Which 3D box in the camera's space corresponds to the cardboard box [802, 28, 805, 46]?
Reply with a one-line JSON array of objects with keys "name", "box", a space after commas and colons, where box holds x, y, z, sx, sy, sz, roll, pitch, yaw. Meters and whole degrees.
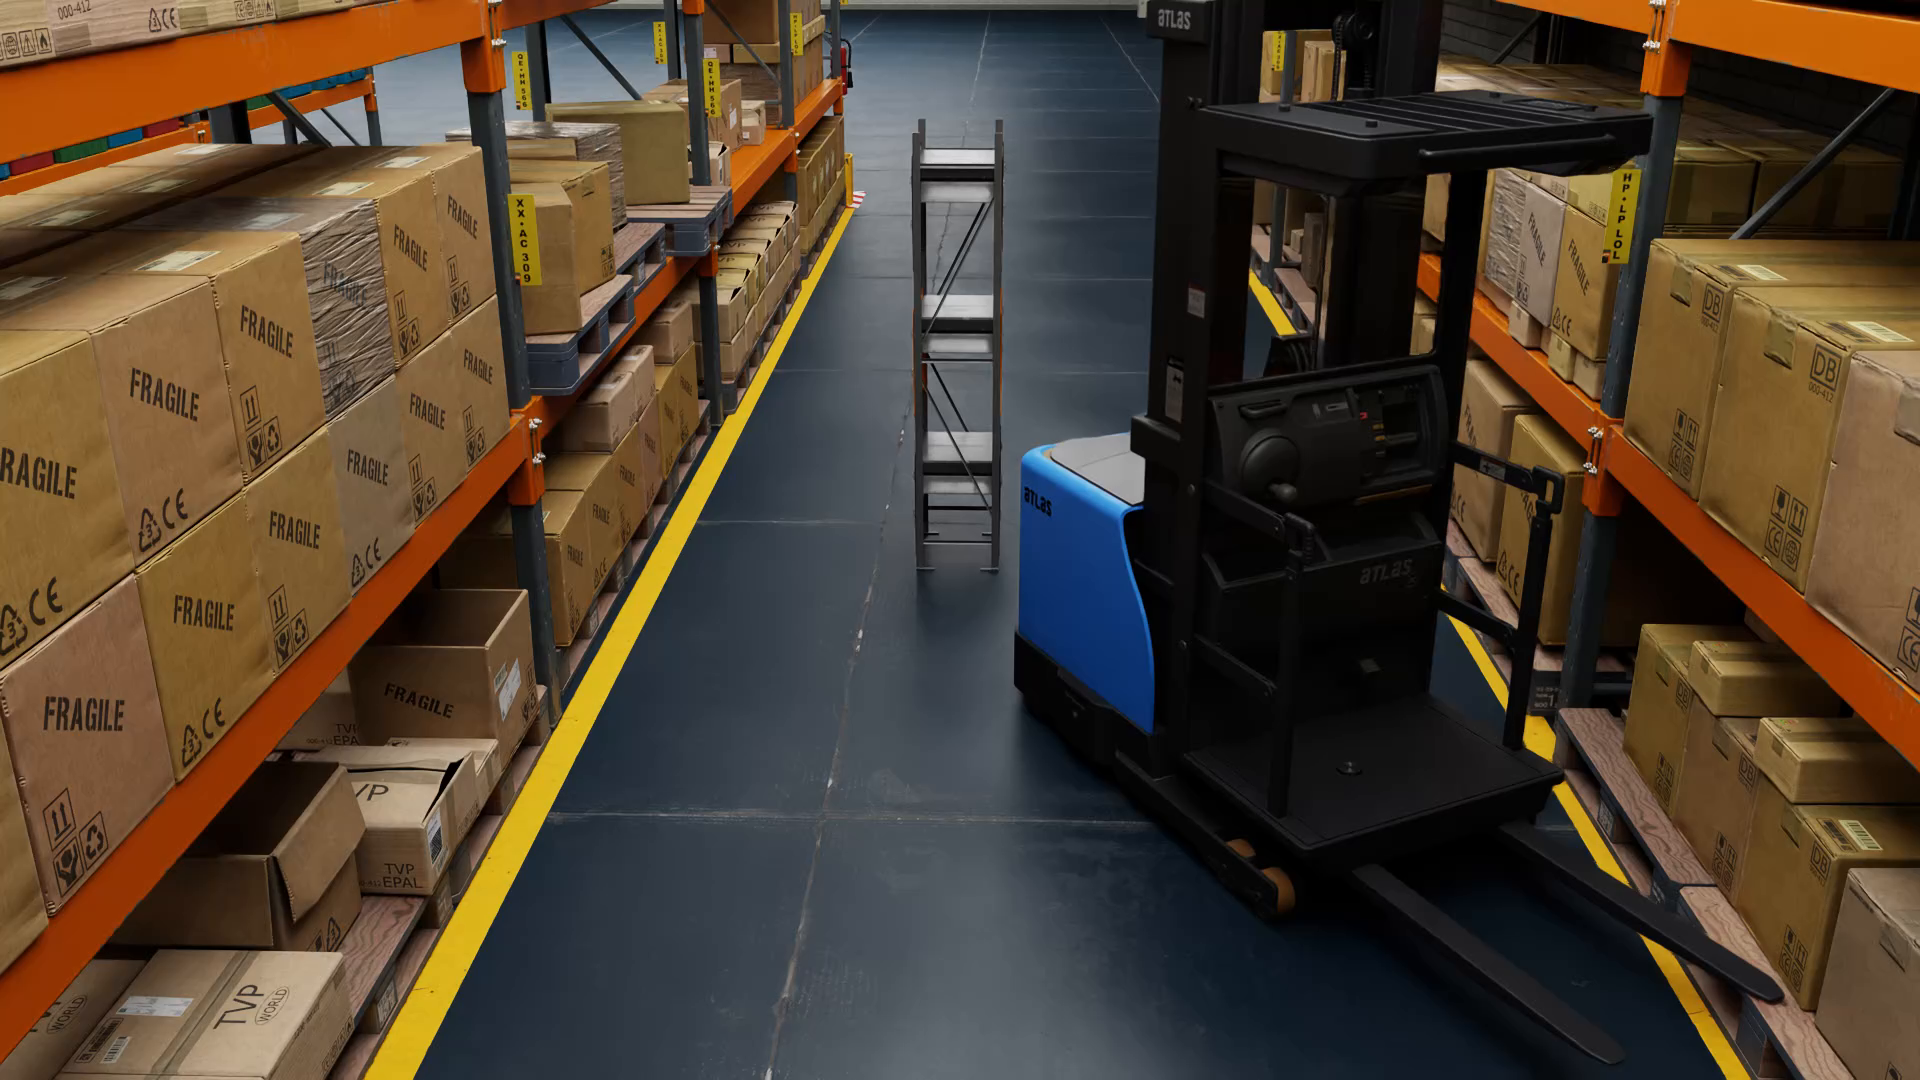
[{"name": "cardboard box", "box": [-1.615, -4.569, 15.123, 0.380, 0.149, 0.250, 0, 21, 1]}]

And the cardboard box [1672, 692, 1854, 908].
[{"name": "cardboard box", "box": [2.704, 0.801, 5.193, 0.700, 0.500, 0.500, 0, 21, 1]}]

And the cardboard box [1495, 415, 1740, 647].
[{"name": "cardboard box", "box": [2.738, -0.049, 6.901, 0.750, 0.750, 0.750, 1, 21, 2]}]

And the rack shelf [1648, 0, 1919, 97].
[{"name": "rack shelf", "box": [2.787, -0.959, 3.702, 1.077, 0.370, 4.000, 1, 21, 2]}]

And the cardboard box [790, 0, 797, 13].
[{"name": "cardboard box", "box": [-1.823, -4.741, 14.669, 0.700, 0.500, 0.500, 1, 21, 2]}]

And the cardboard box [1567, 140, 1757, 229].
[{"name": "cardboard box", "box": [2.607, -1.335, 6.210, 0.500, 0.250, 0.500, 1, 21, 3]}]

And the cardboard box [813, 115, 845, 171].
[{"name": "cardboard box", "box": [-1.457, -4.078, 17.075, 0.500, 0.500, 0.500, 1, 21, 2]}]

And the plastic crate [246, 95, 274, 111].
[{"name": "plastic crate", "box": [-6.488, -4.010, 15.009, 0.450, 0.188, 0.662, 1, 21, 2]}]

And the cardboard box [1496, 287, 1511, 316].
[{"name": "cardboard box", "box": [2.658, -1.096, 7.526, 0.380, 0.149, 0.250, 0, 21, 0]}]

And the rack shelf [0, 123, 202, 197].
[{"name": "rack shelf", "box": [-6.872, -2.562, 11.981, 1.077, 0.370, 4.000, 1, 21, 2]}]

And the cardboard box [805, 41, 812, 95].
[{"name": "cardboard box", "box": [-1.797, -4.520, 15.893, 0.700, 0.500, 0.500, 1, 21, 2]}]

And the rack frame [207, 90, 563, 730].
[{"name": "rack frame", "box": [-2.103, -0.673, 6.115, 1.000, 3.000, 0.127, 1, 21, 2]}]

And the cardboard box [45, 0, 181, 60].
[{"name": "cardboard box", "box": [-1.914, -1.099, 3.276, 0.500, 0.250, 0.500, 1, 21, 2]}]

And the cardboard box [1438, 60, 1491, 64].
[{"name": "cardboard box", "box": [2.950, -2.745, 9.813, 0.380, 0.149, 0.250, -2, 21, -5]}]

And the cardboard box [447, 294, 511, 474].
[{"name": "cardboard box", "box": [-1.862, -0.536, 5.624, 0.500, 0.500, 0.500, 1, 21, 3]}]

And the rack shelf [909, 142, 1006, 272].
[{"name": "rack shelf", "box": [-0.005, -1.559, 7.747, 0.431, 0.518, 0.480, 1, 21, 2]}]

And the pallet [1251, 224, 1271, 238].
[{"name": "pallet", "box": [3.111, -2.897, 15.704, 1.003, 0.211, 1.213, 1, 21, 2]}]

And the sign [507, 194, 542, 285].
[{"name": "sign", "box": [-1.561, -1.073, 5.951, 0.100, 0.325, 0.005, 1, 21, 2]}]

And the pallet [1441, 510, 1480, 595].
[{"name": "pallet", "box": [2.831, -0.041, 8.344, 1.003, 0.211, 1.213, 1, 21, 2]}]

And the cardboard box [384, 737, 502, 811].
[{"name": "cardboard box", "box": [-1.789, 0.797, 5.661, 0.380, 0.149, 0.250, 1, 21, 2]}]

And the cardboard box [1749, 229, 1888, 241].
[{"name": "cardboard box", "box": [3.114, -0.978, 6.324, 0.500, 0.500, 0.500, 0, 21, 0]}]

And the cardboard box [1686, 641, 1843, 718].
[{"name": "cardboard box", "box": [2.530, 0.439, 5.229, 0.380, 0.149, 0.250, 1, 21, 3]}]

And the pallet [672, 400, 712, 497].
[{"name": "pallet", "box": [-2.042, -0.549, 9.653, 1.003, 0.211, 1.213, 1, 21, 2]}]

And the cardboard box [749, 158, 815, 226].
[{"name": "cardboard box", "box": [-1.533, -2.993, 14.279, 0.500, 0.500, 0.500, 1, 21, 2]}]

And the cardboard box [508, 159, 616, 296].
[{"name": "cardboard box", "box": [-1.908, -1.333, 7.099, 0.700, 0.500, 0.500, 4, 22, 10]}]

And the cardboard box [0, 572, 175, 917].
[{"name": "cardboard box", "box": [-1.938, 0.383, 3.257, 0.500, 0.500, 0.500, 0, 21, 1]}]

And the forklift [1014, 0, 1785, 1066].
[{"name": "forklift", "box": [1.330, -0.325, 5.314, 1.130, 2.935, 3.031, -10, 23, -25]}]

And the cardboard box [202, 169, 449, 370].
[{"name": "cardboard box", "box": [-1.873, -0.814, 4.960, 0.500, 0.500, 0.500, 0, 21, 1]}]

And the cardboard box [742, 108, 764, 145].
[{"name": "cardboard box", "box": [-1.703, -3.182, 12.770, 0.396, 0.266, 0.258, 0, 21, 0]}]

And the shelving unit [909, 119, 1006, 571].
[{"name": "shelving unit", "box": [-0.005, -0.919, 7.995, 0.431, 2.100, 0.503, 1, 21, 2]}]

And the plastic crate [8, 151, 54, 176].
[{"name": "plastic crate", "box": [-6.578, -2.785, 11.472, 0.402, 0.464, 0.583, 1, 21, 2]}]

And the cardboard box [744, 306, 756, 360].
[{"name": "cardboard box", "box": [-1.658, -1.401, 11.212, 0.500, 0.250, 0.500, 0, 21, 0]}]

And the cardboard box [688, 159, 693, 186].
[{"name": "cardboard box", "box": [-1.927, -2.208, 10.197, 0.500, 0.311, 0.500, 2, 21, 5]}]

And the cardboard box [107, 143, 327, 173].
[{"name": "cardboard box", "box": [-2.399, -1.018, 5.485, 0.500, 0.500, 0.500, 1, 21, 3]}]

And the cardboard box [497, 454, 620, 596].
[{"name": "cardboard box", "box": [-1.840, -0.077, 7.429, 0.500, 0.500, 0.500, 1, 21, 2]}]

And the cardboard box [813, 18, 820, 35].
[{"name": "cardboard box", "box": [-1.574, -5.033, 16.319, 0.380, 0.149, 0.250, 0, 21, 1]}]

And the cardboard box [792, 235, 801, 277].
[{"name": "cardboard box", "box": [-1.583, -2.326, 13.597, 0.500, 0.250, 0.500, 0, 21, 1]}]

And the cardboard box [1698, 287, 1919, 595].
[{"name": "cardboard box", "box": [2.788, -0.299, 4.739, 0.980, 0.700, 0.700, 0, 21, 0]}]

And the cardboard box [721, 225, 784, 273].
[{"name": "cardboard box", "box": [-1.613, -2.222, 12.555, 0.500, 0.311, 0.500, 1, 21, 1]}]

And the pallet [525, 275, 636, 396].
[{"name": "pallet", "box": [-1.970, -0.871, 6.892, 1.003, 0.211, 1.213, 1, 21, 2]}]

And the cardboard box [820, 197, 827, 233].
[{"name": "cardboard box", "box": [-1.502, -3.005, 15.347, 0.500, 0.250, 0.500, 1, 21, 2]}]

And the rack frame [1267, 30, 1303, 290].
[{"name": "rack frame", "box": [3.091, -3.512, 13.433, 1.000, 3.000, 0.127, 1, 21, 2]}]

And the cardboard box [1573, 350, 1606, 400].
[{"name": "cardboard box", "box": [2.575, -0.637, 6.343, 0.380, 0.149, 0.250, 1, 21, 2]}]

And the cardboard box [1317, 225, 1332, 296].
[{"name": "cardboard box", "box": [3.120, -2.098, 12.637, 0.700, 0.500, 0.500, 0, 21, 1]}]

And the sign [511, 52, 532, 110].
[{"name": "sign", "box": [-2.537, -2.663, 9.646, 0.100, 0.325, 0.005, 1, 21, 2]}]

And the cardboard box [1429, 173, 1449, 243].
[{"name": "cardboard box", "box": [2.658, -1.719, 8.235, 0.500, 0.500, 0.500, 1, 21, 1]}]

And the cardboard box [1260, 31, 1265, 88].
[{"name": "cardboard box", "box": [2.806, -4.156, 14.236, 0.500, 0.500, 0.500, 1, 21, 1]}]

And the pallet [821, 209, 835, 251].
[{"name": "pallet", "box": [-1.760, -2.994, 15.954, 1.003, 0.211, 1.213, 1, 21, 2]}]

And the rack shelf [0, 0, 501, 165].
[{"name": "rack shelf", "box": [-2.164, -1.012, 3.839, 1.077, 0.370, 4.000, 1, 21, 2]}]

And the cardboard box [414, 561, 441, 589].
[{"name": "cardboard box", "box": [-2.375, 0.106, 6.956, 0.500, 0.500, 0.500, 1, 21, 1]}]
